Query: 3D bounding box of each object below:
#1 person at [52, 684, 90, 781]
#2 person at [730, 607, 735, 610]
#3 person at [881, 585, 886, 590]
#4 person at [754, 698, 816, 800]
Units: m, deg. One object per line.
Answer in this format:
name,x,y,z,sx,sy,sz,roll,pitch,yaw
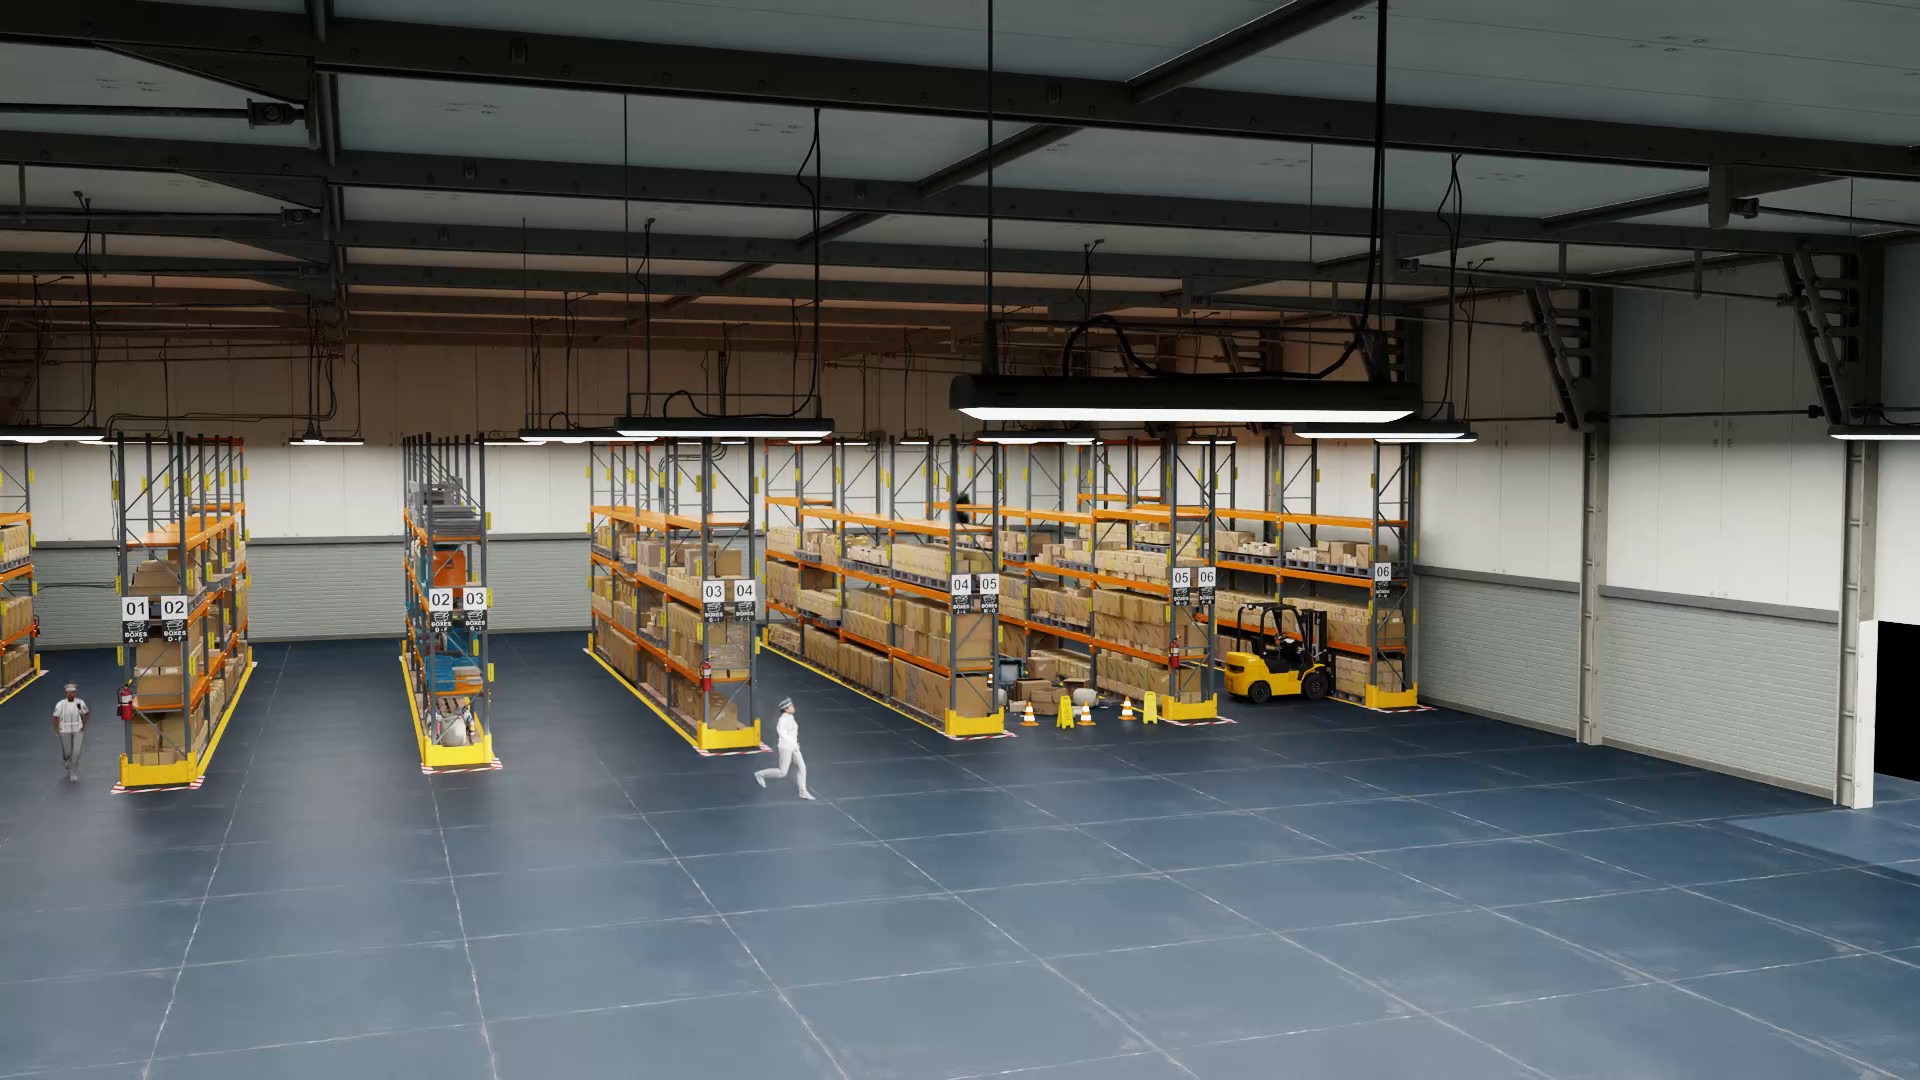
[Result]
person,-15.375,3.313,28.789,0.583,1.670,0.540,-2,4,-33
person,-6.608,2.289,47.821,0.615,1.607,0.689,0,3,7
person,-2.367,2.049,50.758,0.679,1.745,0.706,-1,3,-9
person,-2.847,3.408,27.092,0.995,1.691,0.596,0,3,8
